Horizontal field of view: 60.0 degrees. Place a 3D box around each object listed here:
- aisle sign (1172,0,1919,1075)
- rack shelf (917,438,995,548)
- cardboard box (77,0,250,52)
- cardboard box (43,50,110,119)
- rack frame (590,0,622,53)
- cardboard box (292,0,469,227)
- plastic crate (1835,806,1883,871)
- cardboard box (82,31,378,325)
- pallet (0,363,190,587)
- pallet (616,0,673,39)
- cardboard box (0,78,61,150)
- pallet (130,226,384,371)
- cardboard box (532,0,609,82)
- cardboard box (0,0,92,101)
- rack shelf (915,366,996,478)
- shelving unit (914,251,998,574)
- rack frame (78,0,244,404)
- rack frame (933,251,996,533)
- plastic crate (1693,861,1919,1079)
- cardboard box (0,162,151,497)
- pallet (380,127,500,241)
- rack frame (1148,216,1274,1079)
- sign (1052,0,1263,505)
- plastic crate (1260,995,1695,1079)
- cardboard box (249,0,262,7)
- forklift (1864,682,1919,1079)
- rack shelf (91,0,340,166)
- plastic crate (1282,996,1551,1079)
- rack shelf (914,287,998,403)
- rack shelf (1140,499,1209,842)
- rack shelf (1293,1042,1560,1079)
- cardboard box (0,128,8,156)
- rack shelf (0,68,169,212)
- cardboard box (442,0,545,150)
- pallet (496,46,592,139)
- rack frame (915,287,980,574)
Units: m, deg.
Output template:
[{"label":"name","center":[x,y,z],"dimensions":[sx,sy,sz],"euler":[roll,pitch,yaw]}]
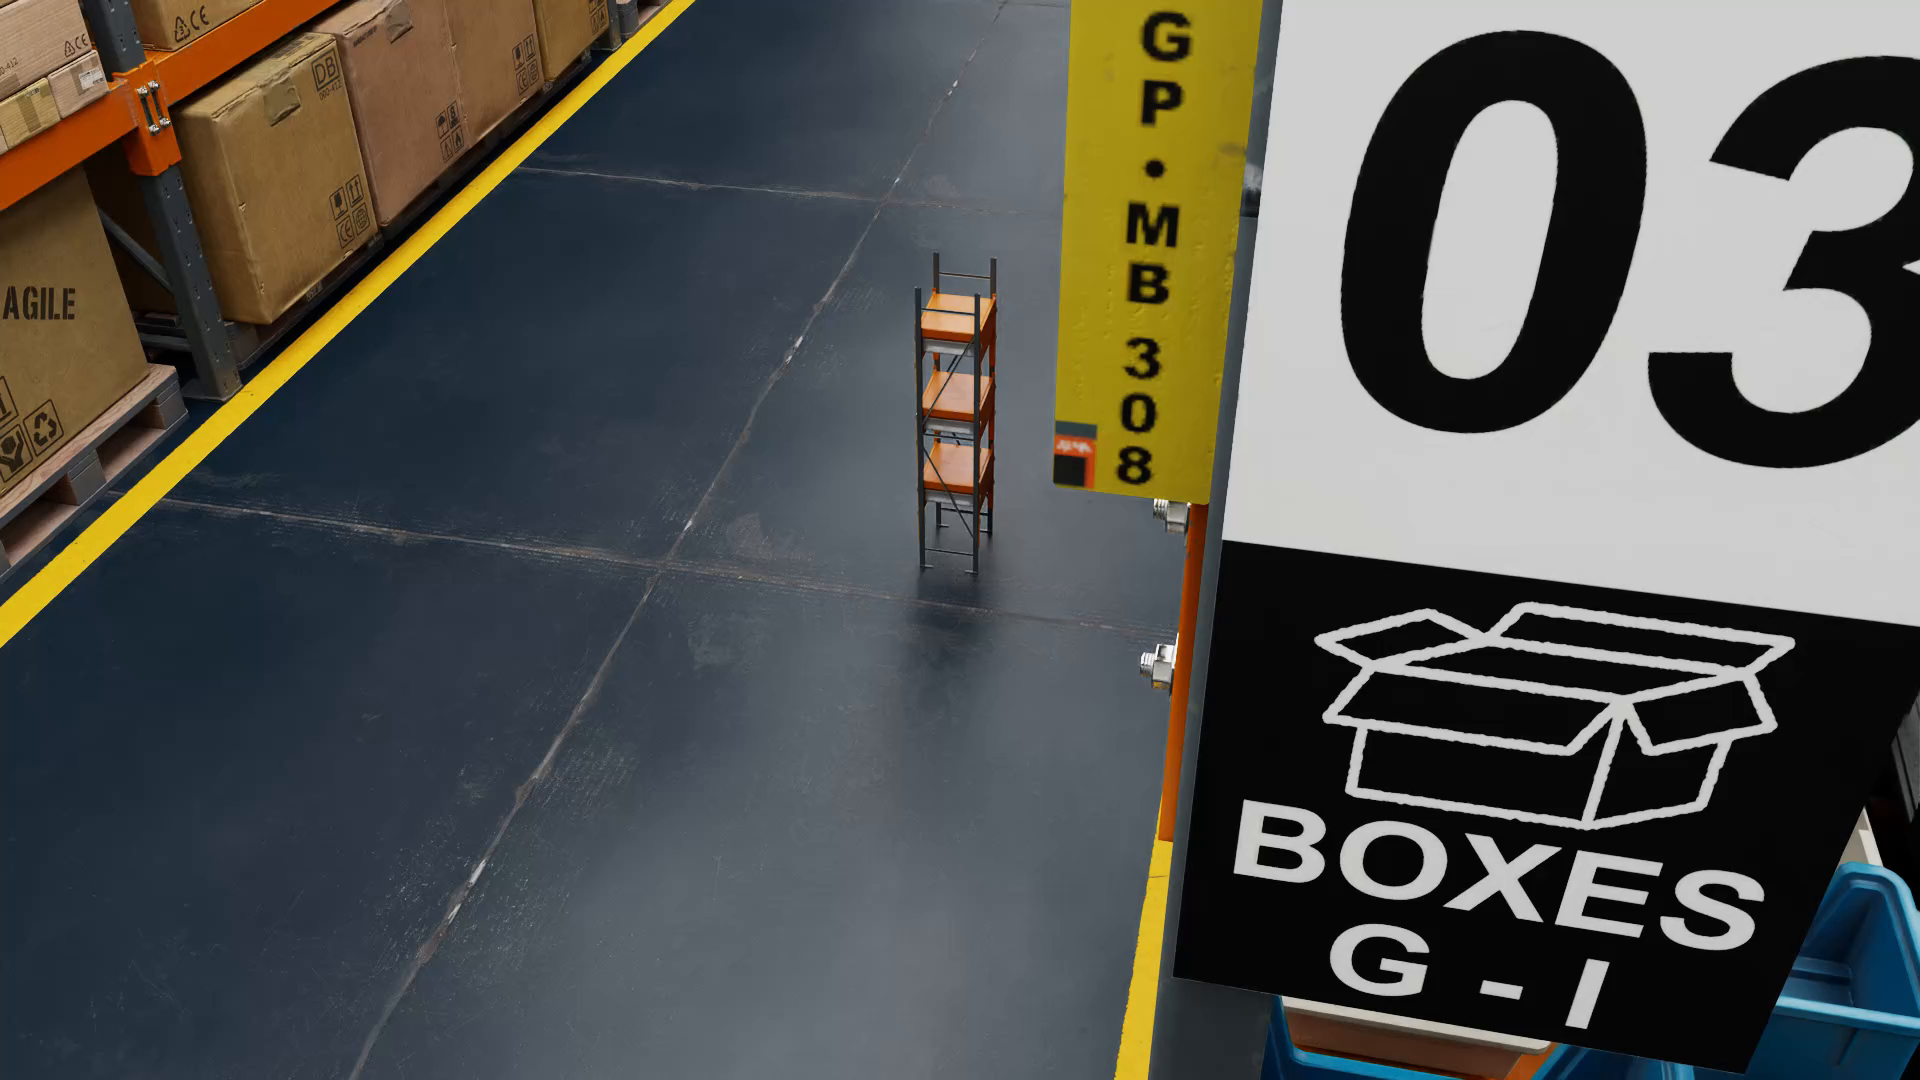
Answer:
[{"label":"aisle sign","center":[0.347,0.023,0.947],"dimensions":[0.394,0.787,0.004],"euler":[7,37,10]},{"label":"rack shelf","center":[-0.011,-0.161,5.569],"dimensions":[0.215,0.259,0.240],"euler":[7,37,10]},{"label":"cardboard box","center":[-2.993,-2.116,6.028],"dimensions":[0.500,0.500,0.500],"euler":[7,37,10]},{"label":"cardboard box","center":[-3.081,-1.525,5.513],"dimensions":[0.380,0.149,0.250],"euler":[8,37,10]},{"label":"rack frame","center":[-2.481,-4.136,8.901],"dimensions":[1.000,3.000,0.127],"euler":[7,37,10]},{"label":"cardboard box","center":[-3.029,-2.035,7.454],"dimensions":[1.225,0.875,0.875],"euler":[6,36,8]},{"label":"plastic crate","center":[1.317,0.491,2.690],"dimensions":[0.250,0.136,0.298],"euler":[7,37,10]},{"label":"cardboard box","center":[-3.219,-1.522,6.747],"dimensions":[1.225,0.875,0.875],"euler":[7,37,10]},{"label":"pallet","center":[-3.575,-0.288,5.967],"dimensions":[1.003,0.211,1.213],"euler":[7,37,10]},{"label":"pallet","center":[-2.313,-3.455,10.337],"dimensions":[1.003,0.211,1.213],"euler":[7,37,10]},{"label":"cardboard box","center":[-3.136,-1.377,5.309],"dimensions":[0.380,0.149,0.250],"euler":[8,37,11]},{"label":"pallet","center":[-3.245,-1.166,7.178],"dimensions":[1.003,0.211,1.213],"euler":[7,37,10]},{"label":"cardboard box","center":[-2.649,-3.053,8.859],"dimensions":[1.225,0.875,0.875],"euler":[6,36,8]},{"label":"cardboard box","center":[-3.174,-1.617,5.299],"dimensions":[0.500,0.250,0.500],"euler":[7,36,9]},{"label":"rack shelf","center":[-0.011,-0.386,5.406],"dimensions":[0.215,0.259,0.240],"euler":[7,37,10]},{"label":"shelving unit","center":[-0.011,-0.394,5.400],"dimensions":[0.215,1.050,0.252],"euler":[7,37,10]},{"label":"rack frame","center":[-3.336,-1.843,5.737],"dimensions":[1.000,3.000,0.127],"euler":[7,37,10]},{"label":"rack frame","center":[0.015,-0.464,5.496],"dimensions":[0.200,1.050,0.008],"euler":[7,37,10]},{"label":"plastic crate","center":[1.163,0.637,2.407],"dimensions":[0.416,0.233,0.300],"euler":[7,37,10]},{"label":"cardboard box","center":[-3.555,-0.784,5.729],"dimensions":[0.875,0.875,0.875],"euler":[7,37,10]},{"label":"pallet","center":[-2.986,-1.867,8.146],"dimensions":[1.003,0.211,1.213],"euler":[7,37,10]},{"label":"rack frame","center":[0.649,1.071,1.716],"dimensions":[1.000,3.000,0.127],"euler":[7,37,10]},{"label":"sign","center":[0.108,-0.161,0.949],"dimensions":[0.100,0.325,0.005],"euler":[7,37,10]},{"label":"plastic crate","center":[0.538,0.817,1.985],"dimensions":[0.616,0.435,0.499],"euler":[7,37,10]},{"label":"cardboard box","center":[-2.887,-2.404,6.426],"dimensions":[0.500,0.500,0.500],"euler":[7,37,10]},{"label":"forklift","center":[2.951,-0.211,3.543],"dimensions":[1.130,2.935,3.031],"euler":[10,37,13]},{"label":"rack shelf","center":[-2.909,-2.698,7.530],"dimensions":[1.077,0.370,4.000],"euler":[7,37,10]},{"label":"plastic crate","center":[0.646,0.663,2.452],"dimensions":[0.396,0.136,0.243],"euler":[7,37,10]},{"label":"rack shelf","center":[-0.011,-0.616,5.239],"dimensions":[0.215,0.259,0.240],"euler":[7,37,10]},{"label":"rack shelf","center":[1.076,-0.999,2.629],"dimensions":[1.077,0.370,4.000],"euler":[7,37,10]},{"label":"rack shelf","center":[1.076,0.216,3.509],"dimensions":[1.077,0.370,4.000],"euler":[7,37,10]},{"label":"cardboard box","center":[-3.191,-1.231,5.106],"dimensions":[0.380,0.149,0.250],"euler":[7,36,9]},{"label":"rack shelf","center":[-3.763,-0.405,4.366],"dimensions":[1.077,0.370,4.000],"euler":[7,37,10]},{"label":"cardboard box","center":[-2.847,-2.543,8.155],"dimensions":[1.225,0.875,0.875],"euler":[7,37,10]},{"label":"pallet","center":[-2.723,-2.565,9.109],"dimensions":[1.003,0.211,1.213],"euler":[7,37,10]},{"label":"rack frame","center":[-0.037,-0.324,5.303],"dimensions":[0.200,1.050,0.008],"euler":[7,37,10]}]
